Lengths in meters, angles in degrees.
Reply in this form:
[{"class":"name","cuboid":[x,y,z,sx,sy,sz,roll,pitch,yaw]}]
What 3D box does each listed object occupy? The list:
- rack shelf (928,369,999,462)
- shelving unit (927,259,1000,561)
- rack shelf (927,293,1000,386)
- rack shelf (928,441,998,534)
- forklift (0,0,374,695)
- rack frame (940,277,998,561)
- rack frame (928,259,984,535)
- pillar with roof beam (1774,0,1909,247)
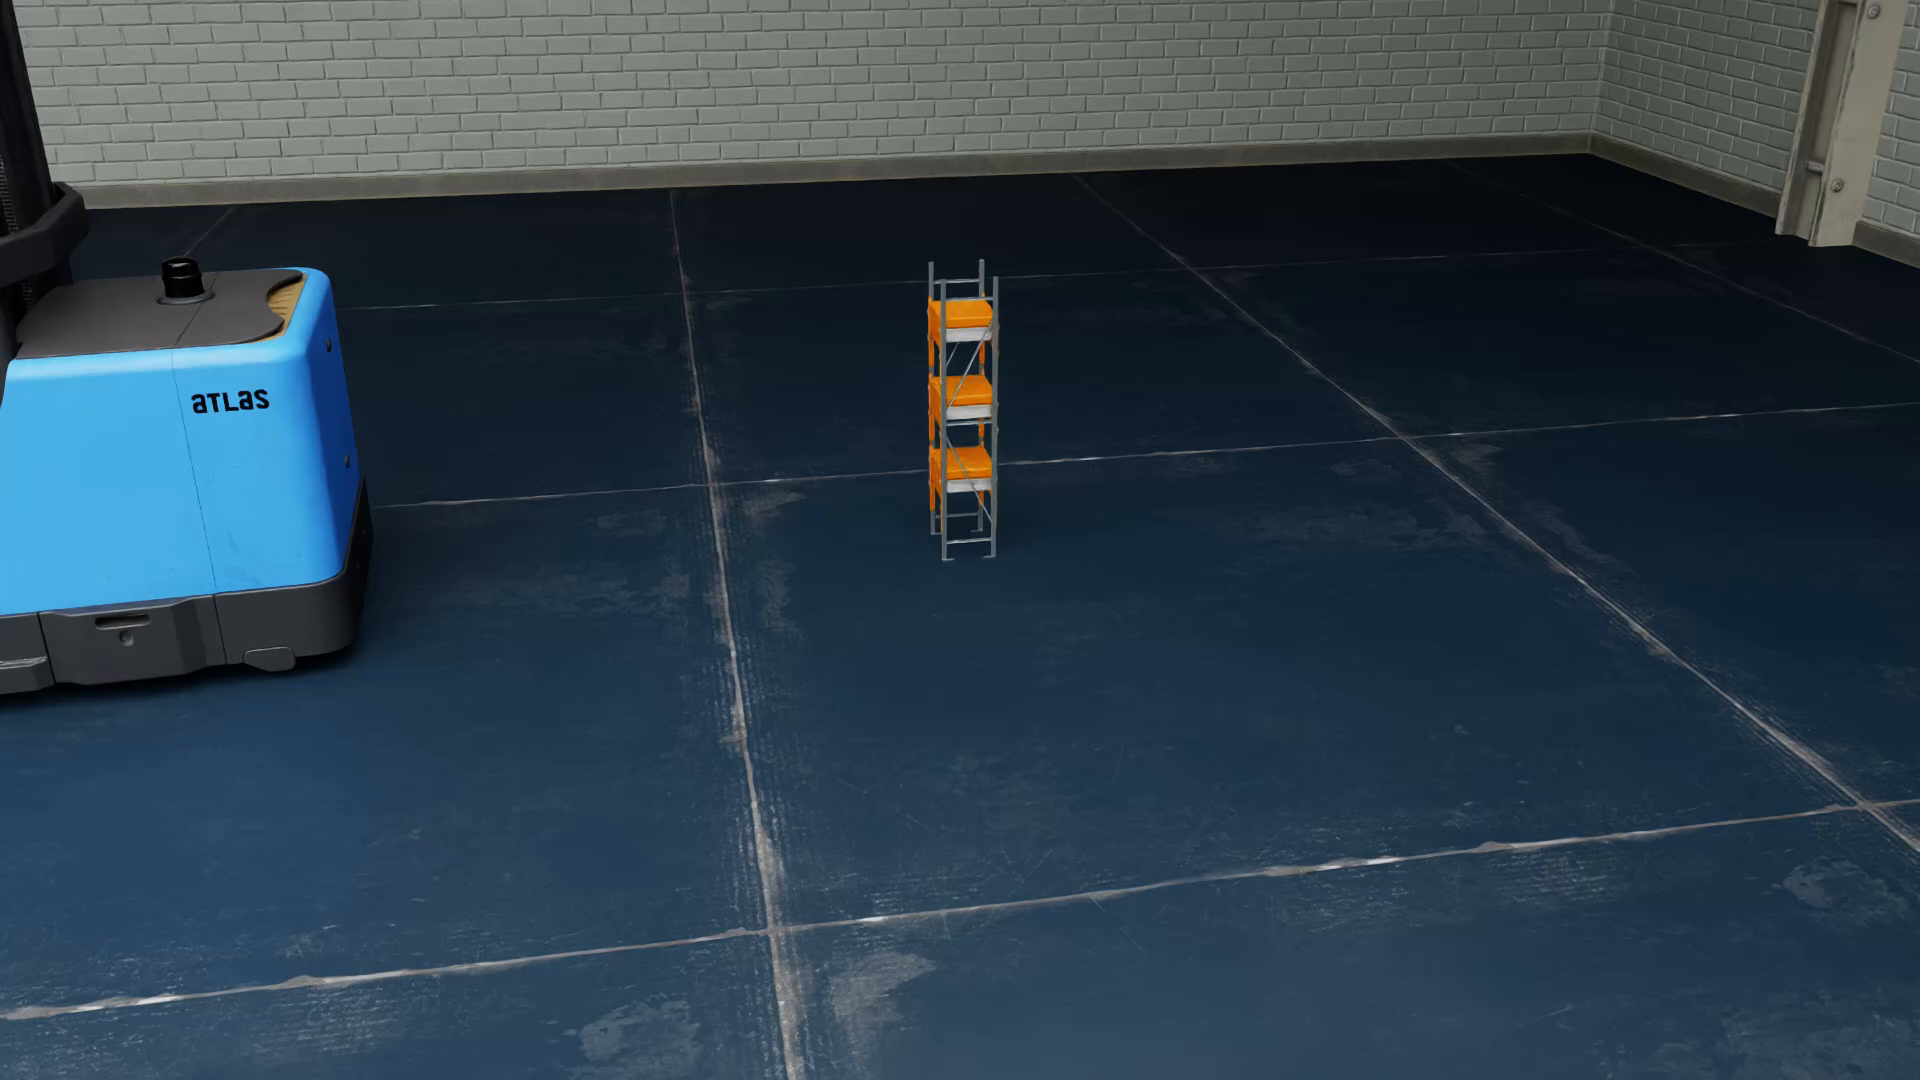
[{"class":"rack shelf","cuboid":[0.010,-0.450,5.996,0.215,0.259,0.240,-4,24,-10]},{"class":"shelving unit","cuboid":[0.010,-0.460,5.992,0.215,1.050,0.252,-4,24,-10]},{"class":"rack shelf","cuboid":[0.010,-0.710,5.882,0.215,0.259,0.240,-4,24,-10]},{"class":"rack shelf","cuboid":[0.010,-0.196,6.107,0.215,0.259,0.240,-4,24,-10]},{"class":"forklift","cuboid":[-3.513,-0.977,4.824,3.031,2.935,1.130,-6,24,-13]},{"class":"rack frame","cuboid":[0.032,-0.412,5.882,0.200,1.050,0.008,-4,24,-10]},{"class":"rack frame","cuboid":[-0.013,-0.508,6.102,0.200,1.050,0.008,-4,24,-10]},{"class":"pillar with roof beam","cuboid":[1.259,-5.742,8.153,9.100,9.000,0.400,-4,24,-10]}]
